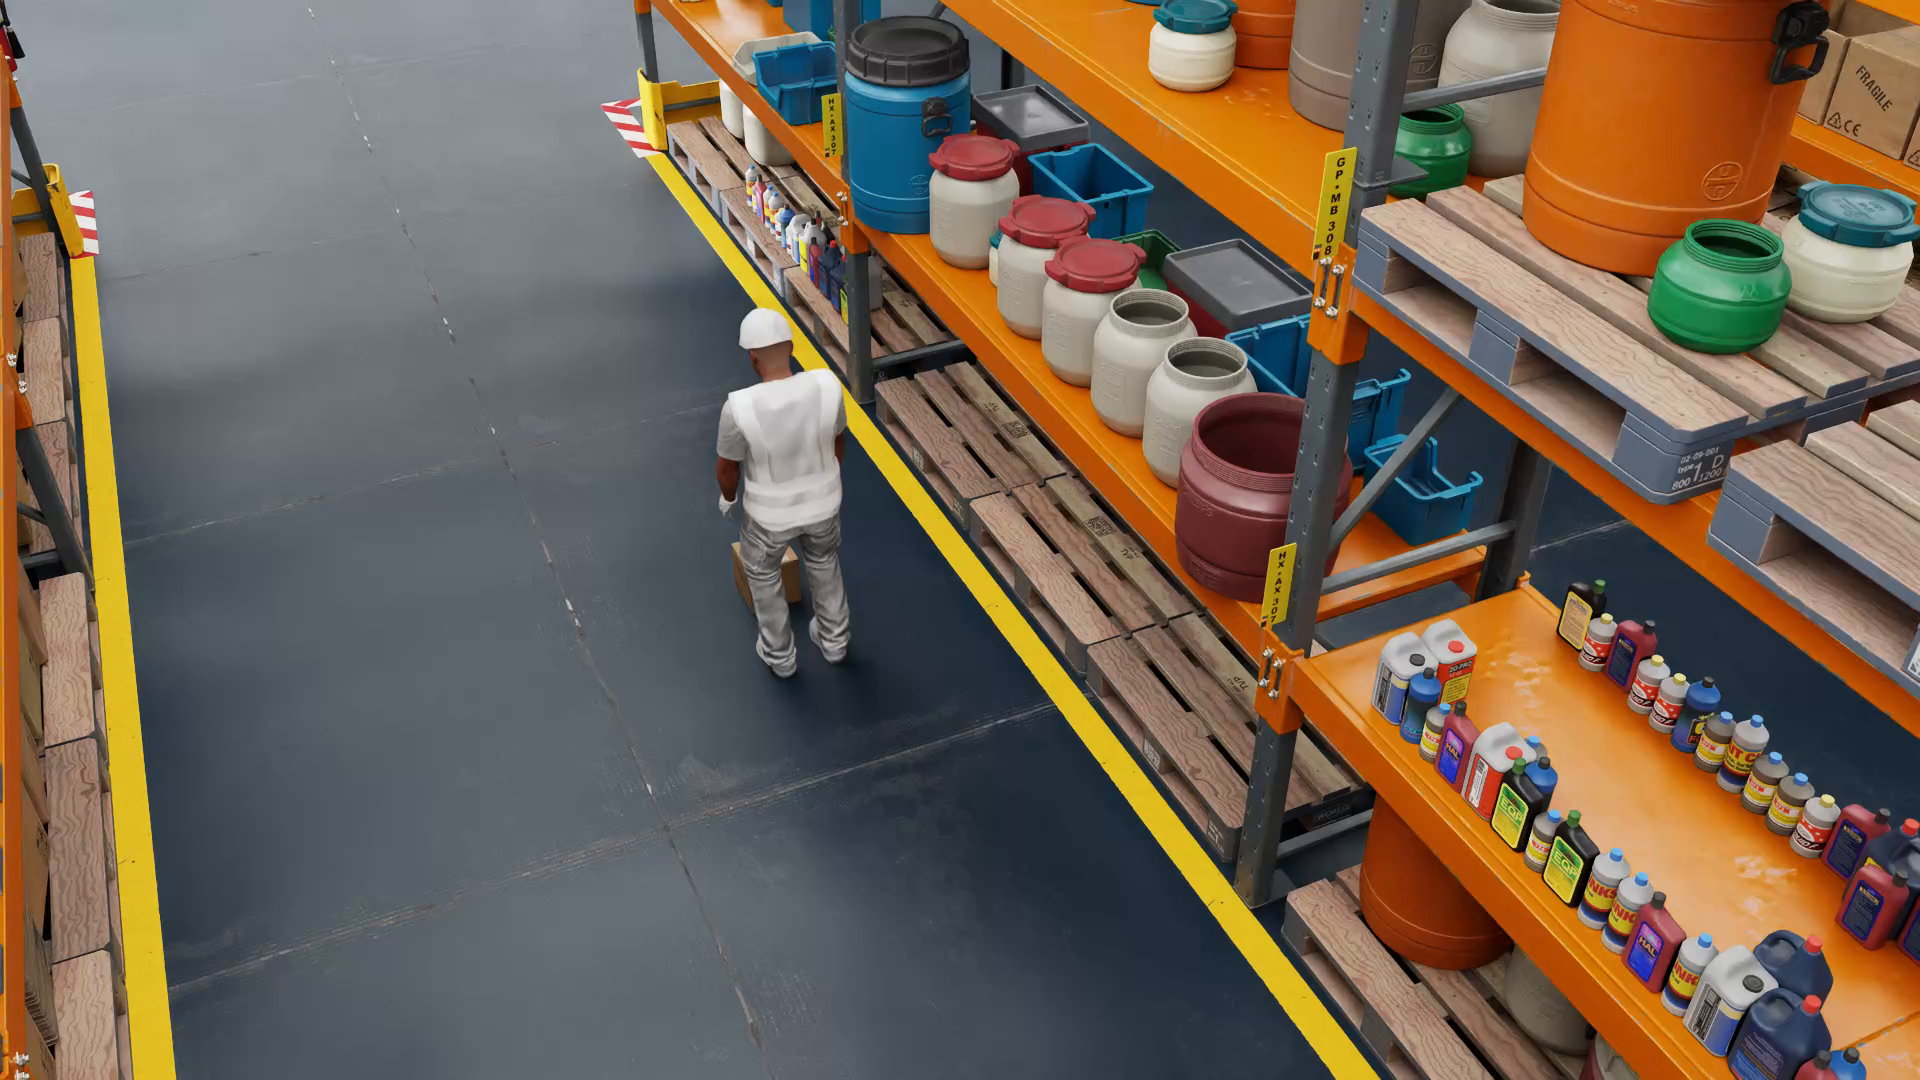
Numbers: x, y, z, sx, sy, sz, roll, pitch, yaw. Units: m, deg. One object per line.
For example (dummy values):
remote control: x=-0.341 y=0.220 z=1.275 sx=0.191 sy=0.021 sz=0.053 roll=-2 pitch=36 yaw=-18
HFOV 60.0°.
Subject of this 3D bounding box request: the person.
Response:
person: x=-0.750 y=-0.174 z=7.102 sx=0.566 sy=1.749 sz=0.427 roll=-15 pitch=39 yaw=-19
